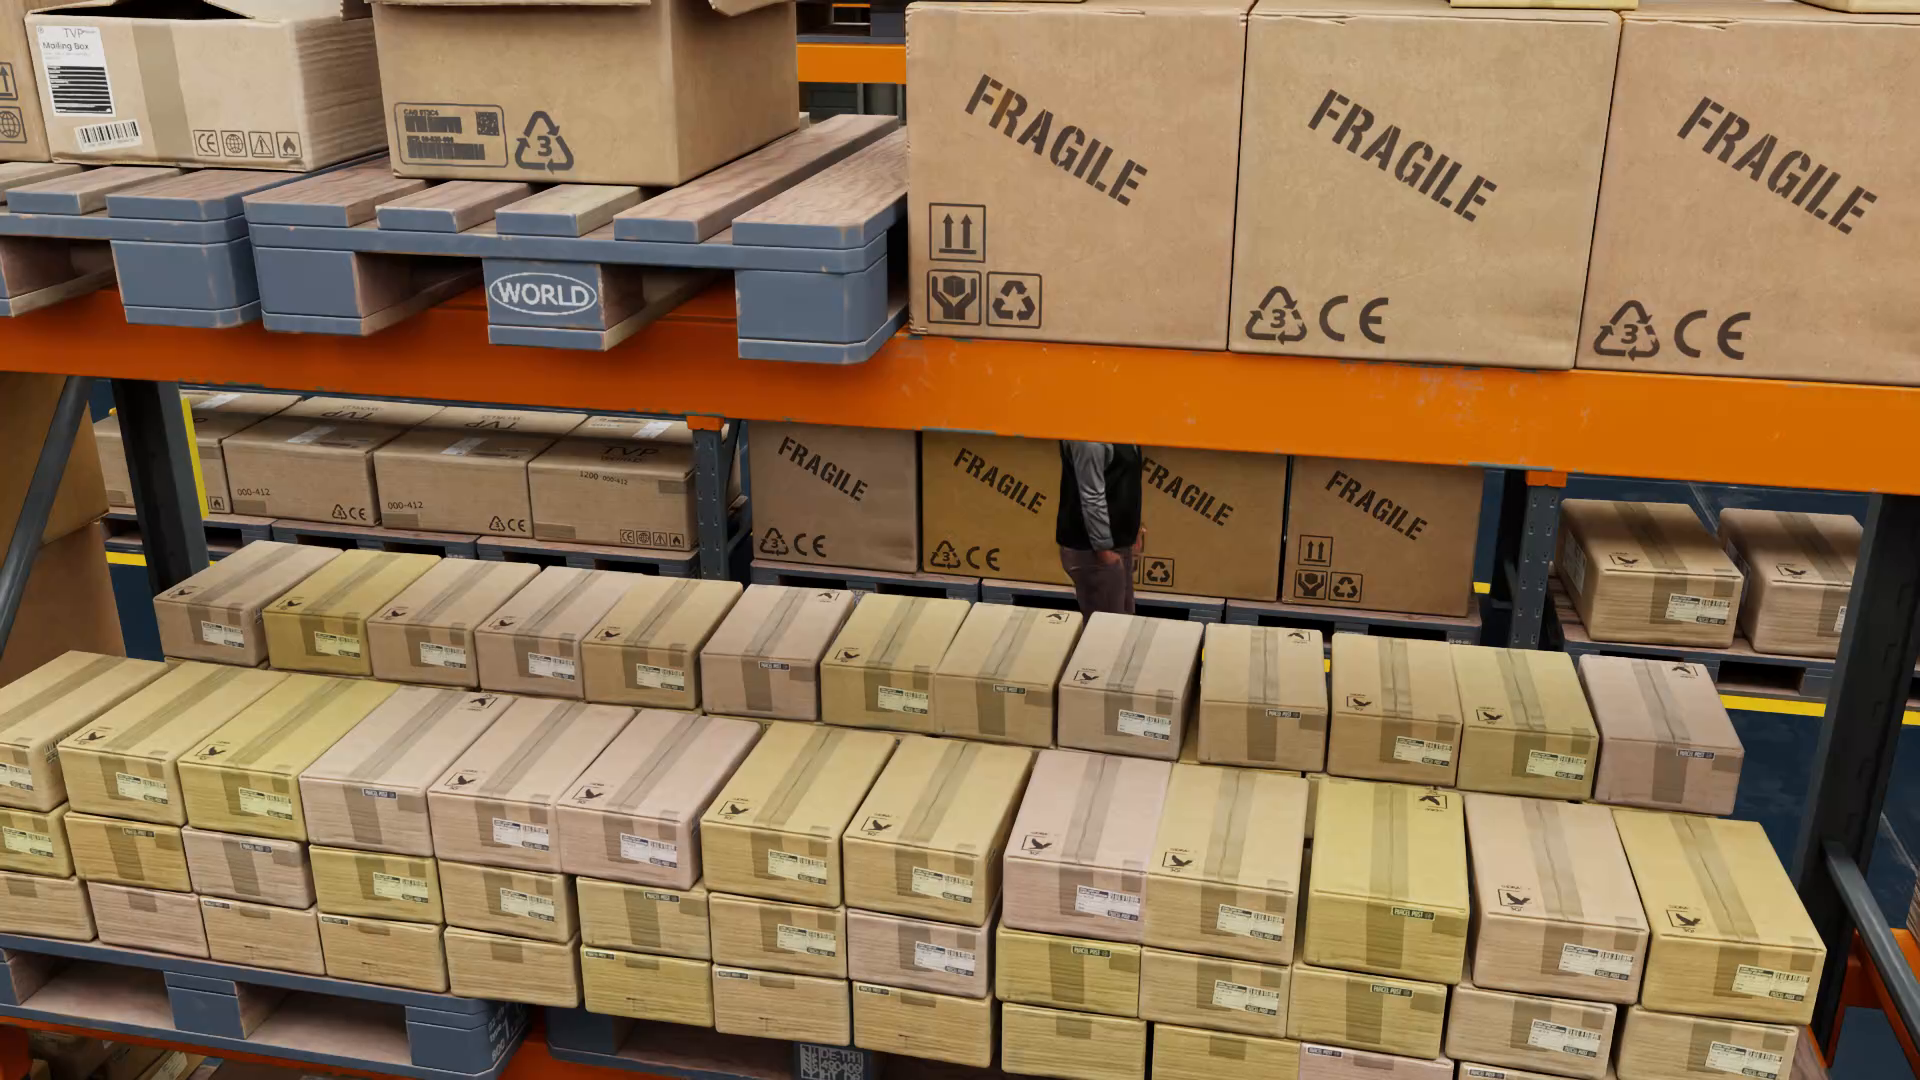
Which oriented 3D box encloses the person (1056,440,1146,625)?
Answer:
[{"bbox_3d":[0.604,0.068,7.153,0.366,1.582,0.540,5,22,12],"label":"person"}]
